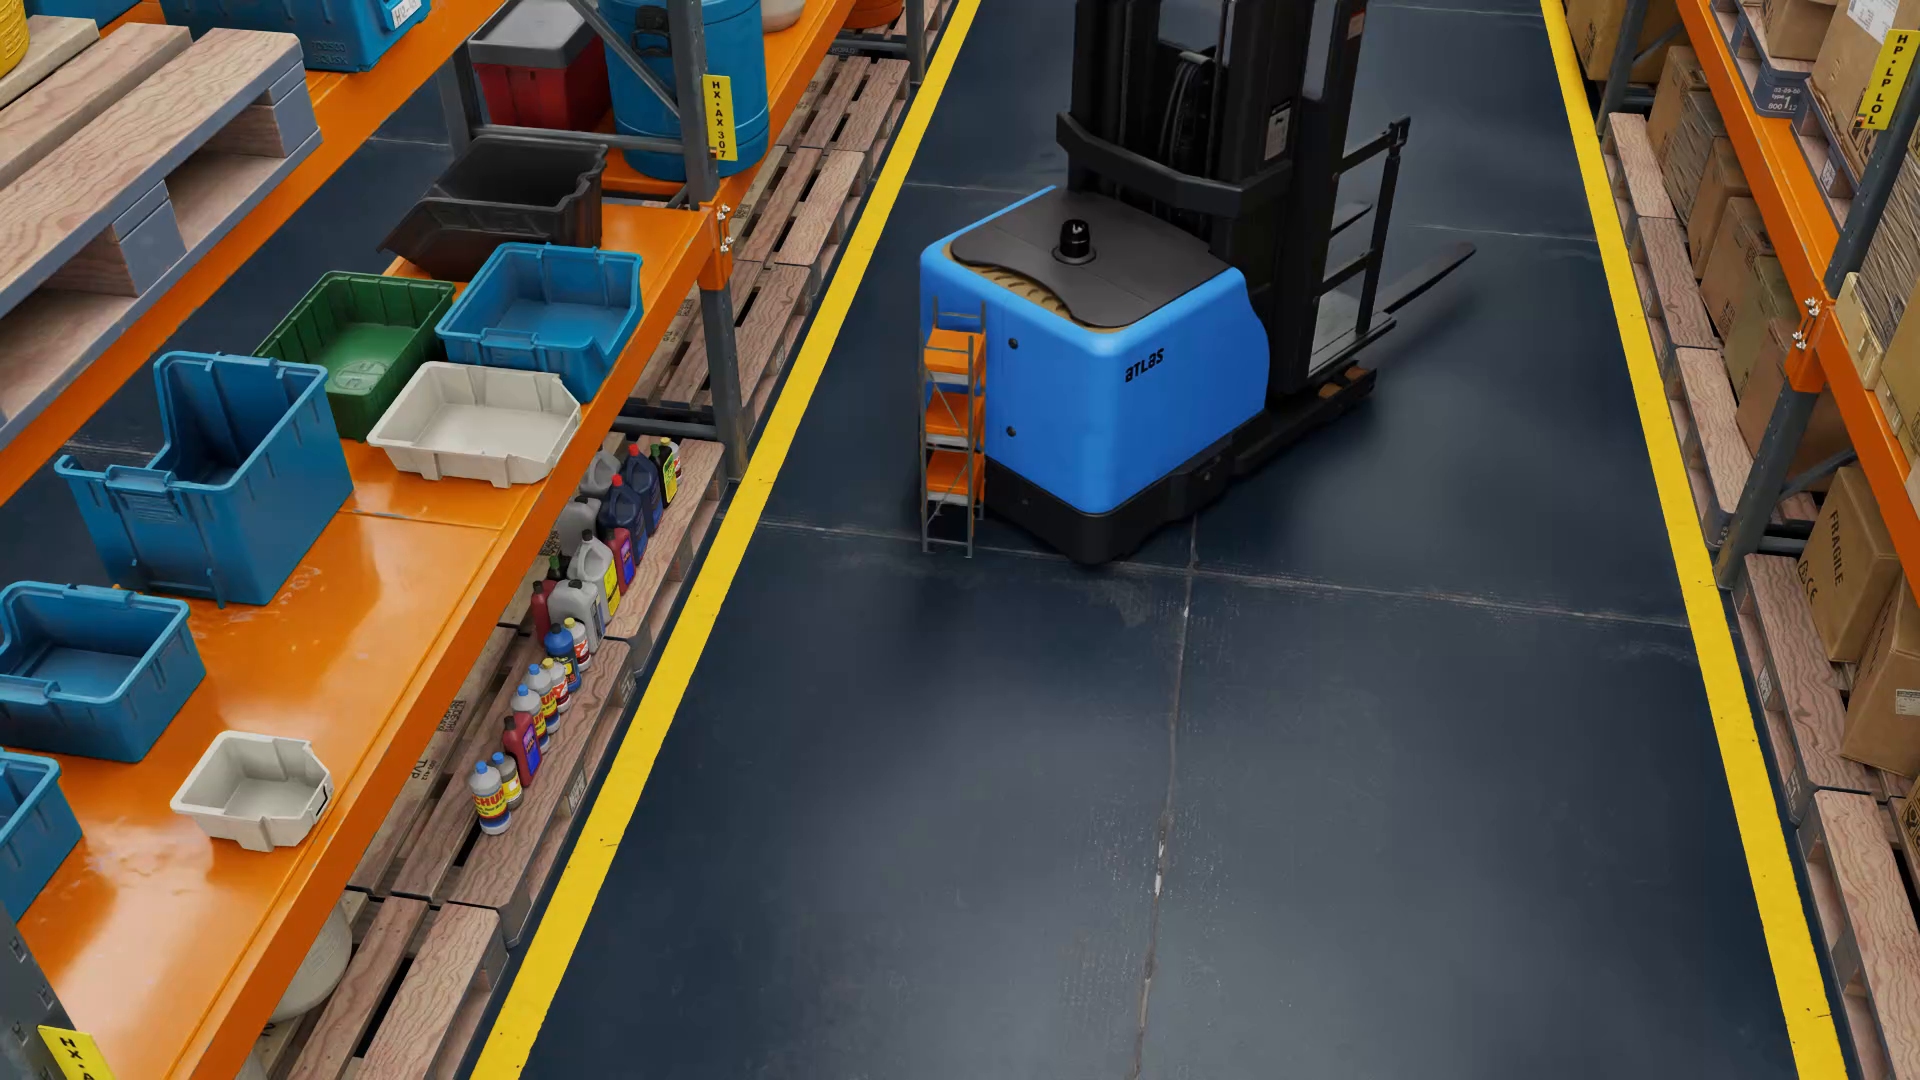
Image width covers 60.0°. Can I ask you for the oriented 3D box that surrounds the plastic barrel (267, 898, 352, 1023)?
[{"bbox_3d":[-1.976,1.082,4.710,0.421,0.512,0.421,0,40,0],"label":"plastic barrel"}]

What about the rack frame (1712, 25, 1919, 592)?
[{"bbox_3d":[3.469,-0.943,5.536,1.000,3.000,0.127,6,40,8],"label":"rack frame"}]

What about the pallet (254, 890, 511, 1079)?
[{"bbox_3d":[-1.989,1.534,4.729,1.003,0.211,1.213,6,40,8],"label":"pallet"}]

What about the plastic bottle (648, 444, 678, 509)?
[{"bbox_3d":[-1.167,-0.273,6.513,0.061,0.283,0.133,8,40,10],"label":"plastic bottle"}]

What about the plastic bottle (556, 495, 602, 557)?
[{"bbox_3d":[-1.420,-0.053,6.252,0.152,0.276,0.135,6,40,8],"label":"plastic bottle"}]

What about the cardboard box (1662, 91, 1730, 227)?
[{"bbox_3d":[3.982,-1.887,8.295,0.700,0.500,0.500,3,40,4],"label":"cardboard box"}]

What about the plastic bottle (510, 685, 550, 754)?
[{"bbox_3d":[-1.421,0.585,5.485,0.097,0.271,0.097,0,40,0],"label":"plastic bottle"}]

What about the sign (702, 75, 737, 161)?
[{"bbox_3d":[-0.869,-1.528,6.027,0.100,0.325,0.005,6,40,8],"label":"sign"}]

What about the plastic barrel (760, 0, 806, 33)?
[{"bbox_3d":[-0.901,-2.578,7.407,0.433,0.535,0.433,0,40,0],"label":"plastic barrel"}]

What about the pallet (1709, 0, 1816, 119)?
[{"bbox_3d":[3.859,-2.132,7.126,1.003,0.211,1.213,6,40,8],"label":"pallet"}]

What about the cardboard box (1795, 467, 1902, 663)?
[{"bbox_3d":[3.361,0.105,5.901,0.500,0.500,0.500,5,40,6],"label":"cardboard box"}]

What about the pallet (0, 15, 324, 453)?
[{"bbox_3d":[-1.862,-0.570,2.880,1.003,0.211,1.213,6,40,8],"label":"pallet"}]

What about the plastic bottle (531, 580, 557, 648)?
[{"bbox_3d":[-1.463,0.238,5.895,0.061,0.283,0.133,6,40,8],"label":"plastic bottle"}]

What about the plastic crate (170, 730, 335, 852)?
[{"bbox_3d":[-1.630,0.597,3.881,0.298,0.136,0.250,6,40,8],"label":"plastic crate"}]

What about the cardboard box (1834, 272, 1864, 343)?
[{"bbox_3d":[3.136,-0.744,5.493,0.380,0.149,0.250,6,40,8],"label":"cardboard box"}]

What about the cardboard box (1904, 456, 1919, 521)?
[{"bbox_3d":[2.946,-0.119,4.736,0.380,0.149,0.250,6,40,8],"label":"cardboard box"}]

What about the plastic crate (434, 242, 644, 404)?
[{"bbox_3d":[-1.333,-0.707,5.368,0.499,0.251,0.616,6,40,8],"label":"plastic crate"}]

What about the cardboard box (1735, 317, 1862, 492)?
[{"bbox_3d":[3.597,-0.532,6.656,0.700,0.500,0.500,4,40,4],"label":"cardboard box"}]

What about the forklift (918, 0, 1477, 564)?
[{"bbox_3d":[1.227,-1.870,6.711,3.031,2.935,1.130,-32,49,-33],"label":"forklift"}]

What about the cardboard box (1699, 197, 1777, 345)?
[{"bbox_3d":[3.794,-1.180,7.440,0.700,0.500,0.500,3,40,4],"label":"cardboard box"}]

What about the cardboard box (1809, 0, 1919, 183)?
[{"bbox_3d":[3.745,-1.819,5.796,1.000,1.000,1.000,7,40,8],"label":"cardboard box"}]

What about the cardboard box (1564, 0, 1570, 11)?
[{"bbox_3d":[4.463,-3.786,10.313,1.225,0.875,0.875,7,40,8],"label":"cardboard box"}]

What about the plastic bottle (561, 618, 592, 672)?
[{"bbox_3d":[-1.351,0.358,5.814,0.097,0.201,0.097,0,40,0],"label":"plastic bottle"}]

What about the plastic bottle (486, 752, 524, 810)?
[{"bbox_3d":[-1.463,0.762,5.325,0.097,0.201,0.097,0,40,0],"label":"plastic bottle"}]

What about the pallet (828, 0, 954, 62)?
[{"bbox_3d":[-0.622,-3.424,10.726,1.003,0.211,1.213,6,40,8],"label":"pallet"}]

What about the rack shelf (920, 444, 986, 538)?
[{"bbox_3d":[-0.026,-0.197,6.617,0.215,0.259,0.240,7,40,9],"label":"rack shelf"}]

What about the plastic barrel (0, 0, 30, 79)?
[{"bbox_3d":[-2.029,-1.099,2.893,0.600,0.588,0.600,0,40,0],"label":"plastic barrel"}]

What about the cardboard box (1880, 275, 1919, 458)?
[{"bbox_3d":[3.209,-0.511,4.702,0.875,0.500,0.500,6,40,8],"label":"cardboard box"}]

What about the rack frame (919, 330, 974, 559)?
[{"bbox_3d":[-0.050,-0.343,6.341,0.200,1.050,0.008,7,40,9],"label":"rack frame"}]

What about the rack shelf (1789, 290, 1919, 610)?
[{"bbox_3d":[3.123,0.590,4.247,1.077,0.370,4.000,6,40,8],"label":"rack shelf"}]

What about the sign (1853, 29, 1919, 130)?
[{"bbox_3d":[2.922,-1.448,5.239,0.100,0.325,0.005,6,40,8],"label":"sign"}]

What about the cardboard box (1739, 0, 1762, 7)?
[{"bbox_3d":[3.645,-2.531,7.245,0.500,0.250,0.500,5,40,6],"label":"cardboard box"}]

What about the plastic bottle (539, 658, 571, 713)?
[{"bbox_3d":[-1.387,0.487,5.658,0.097,0.201,0.097,0,40,0],"label":"plastic bottle"}]

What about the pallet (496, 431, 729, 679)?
[{"bbox_3d":[-1.566,0.003,6.581,1.003,0.211,1.213,6,40,8],"label":"pallet"}]

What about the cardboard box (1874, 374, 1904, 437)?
[{"bbox_3d":[3.064,-0.429,5.112,0.380,0.149,0.250,6,40,8],"label":"cardboard box"}]

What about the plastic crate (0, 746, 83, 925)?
[{"bbox_3d":[-2.309,0.732,3.628,0.499,0.251,0.616,6,40,8],"label":"plastic crate"}]

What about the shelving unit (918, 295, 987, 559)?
[{"bbox_3d":[-0.026,-0.419,6.433,0.215,1.050,0.252,7,40,9],"label":"shelving unit"}]

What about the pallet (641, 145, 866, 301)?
[{"bbox_3d":[-1.103,-1.679,8.616,1.003,0.211,1.213,6,40,8],"label":"pallet"}]

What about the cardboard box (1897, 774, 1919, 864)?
[{"bbox_3d":[3.239,0.864,4.983,0.500,0.500,0.500,3,40,4],"label":"cardboard box"}]

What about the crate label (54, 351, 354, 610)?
[{"bbox_3d":[-2.049,-0.177,4.583,0.502,0.435,0.616,6,40,8],"label":"crate label"}]

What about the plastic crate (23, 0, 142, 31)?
[{"bbox_3d":[-2.068,-1.359,3.698,0.392,0.384,0.575,6,40,8],"label":"plastic crate"}]

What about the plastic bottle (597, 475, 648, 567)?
[{"bbox_3d":[-1.270,-0.081,6.228,0.144,0.351,0.185,5,40,5],"label":"plastic bottle"}]

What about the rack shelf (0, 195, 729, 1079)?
[{"bbox_3d":[-1.755,0.043,4.908,1.077,0.370,4.000,6,40,8],"label":"rack shelf"}]

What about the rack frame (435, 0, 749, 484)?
[{"bbox_3d":[-1.409,-1.489,6.197,1.000,3.000,0.127,6,40,8],"label":"rack frame"}]

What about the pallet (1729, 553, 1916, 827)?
[{"bbox_3d":[3.388,0.557,5.910,1.003,0.211,1.213,6,40,8],"label":"pallet"}]

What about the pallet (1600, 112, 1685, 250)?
[{"bbox_3d":[4.025,-1.888,8.868,1.003,0.211,1.213,6,40,8],"label":"pallet"}]

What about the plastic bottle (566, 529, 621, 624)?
[{"bbox_3d":[-1.326,0.121,5.983,0.144,0.351,0.185,6,40,7],"label":"plastic bottle"}]
